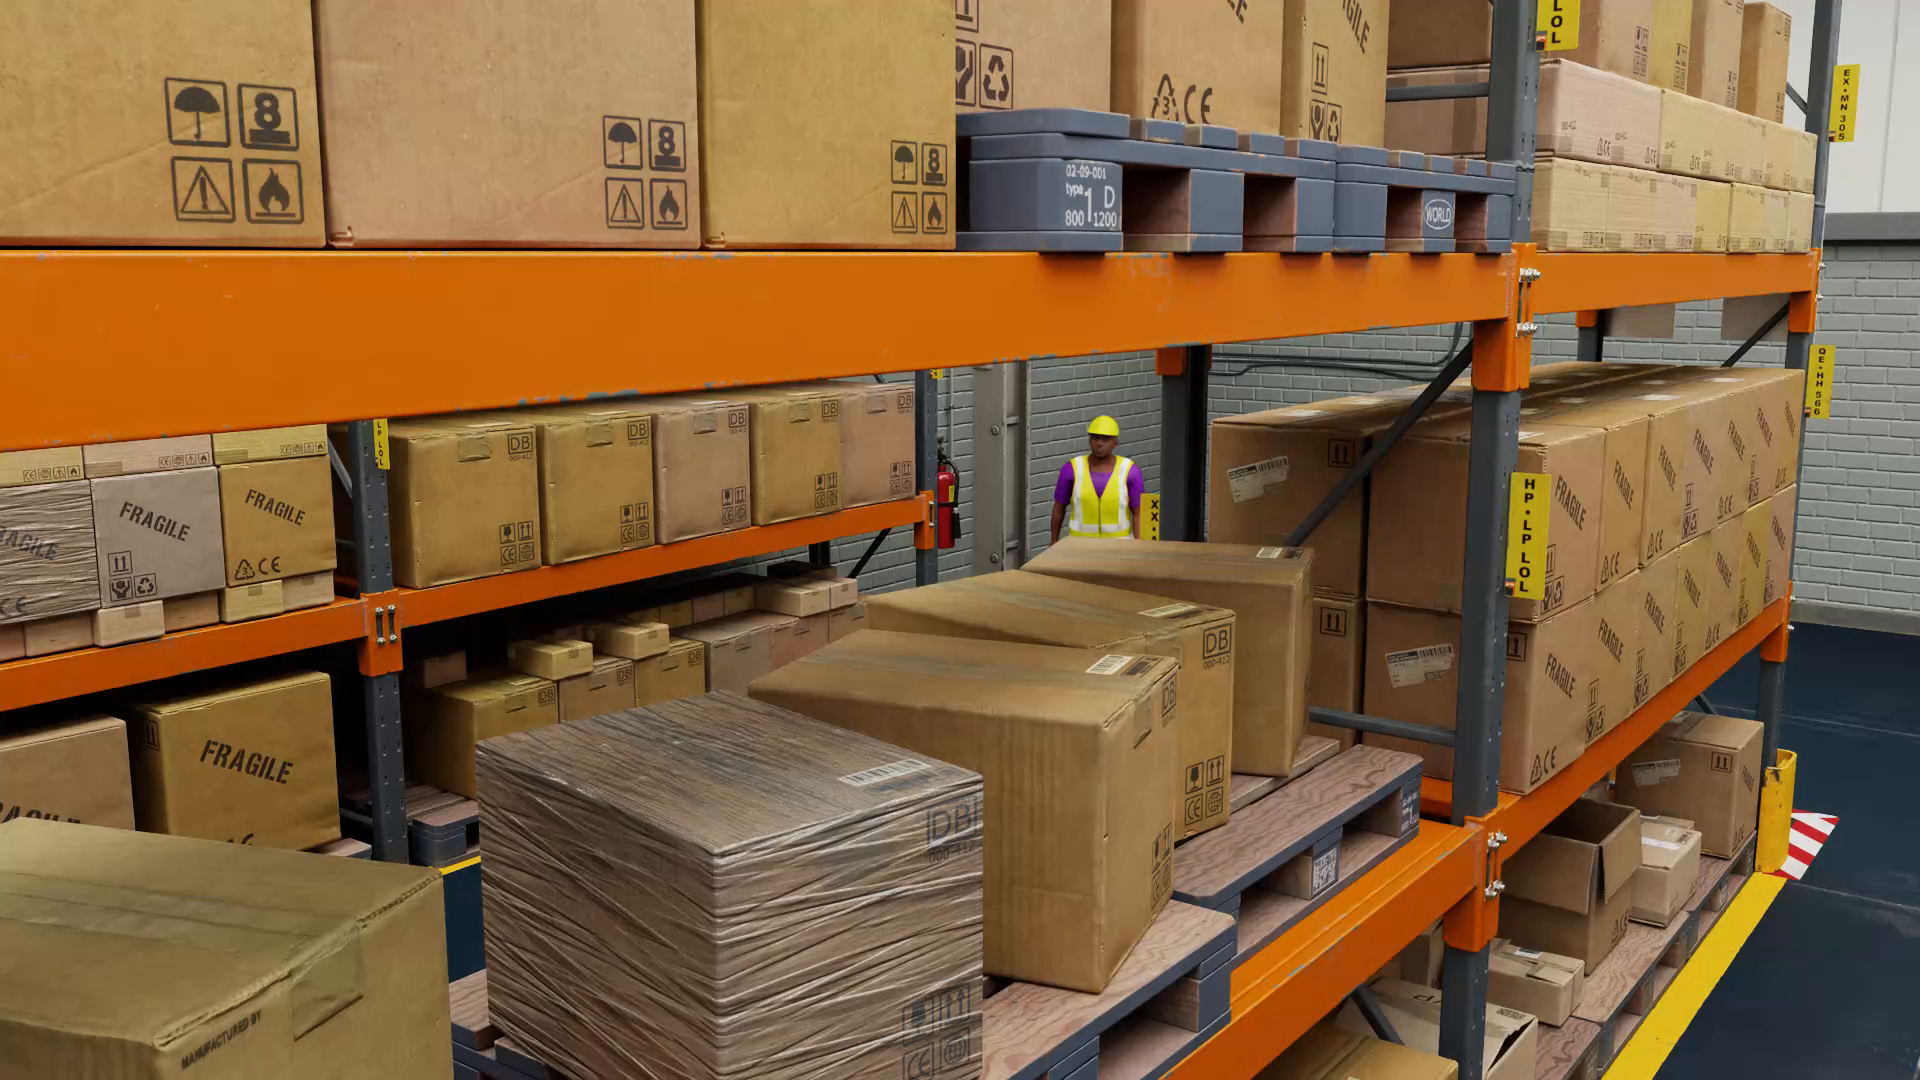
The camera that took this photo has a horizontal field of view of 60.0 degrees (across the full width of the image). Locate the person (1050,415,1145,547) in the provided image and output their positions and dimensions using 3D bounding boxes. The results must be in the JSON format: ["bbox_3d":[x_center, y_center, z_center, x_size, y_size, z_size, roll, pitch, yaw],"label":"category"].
[{"bbox_3d":[0.892,0.082,10.809,0.632,1.787,0.525,1,10,3],"label":"person"}]
